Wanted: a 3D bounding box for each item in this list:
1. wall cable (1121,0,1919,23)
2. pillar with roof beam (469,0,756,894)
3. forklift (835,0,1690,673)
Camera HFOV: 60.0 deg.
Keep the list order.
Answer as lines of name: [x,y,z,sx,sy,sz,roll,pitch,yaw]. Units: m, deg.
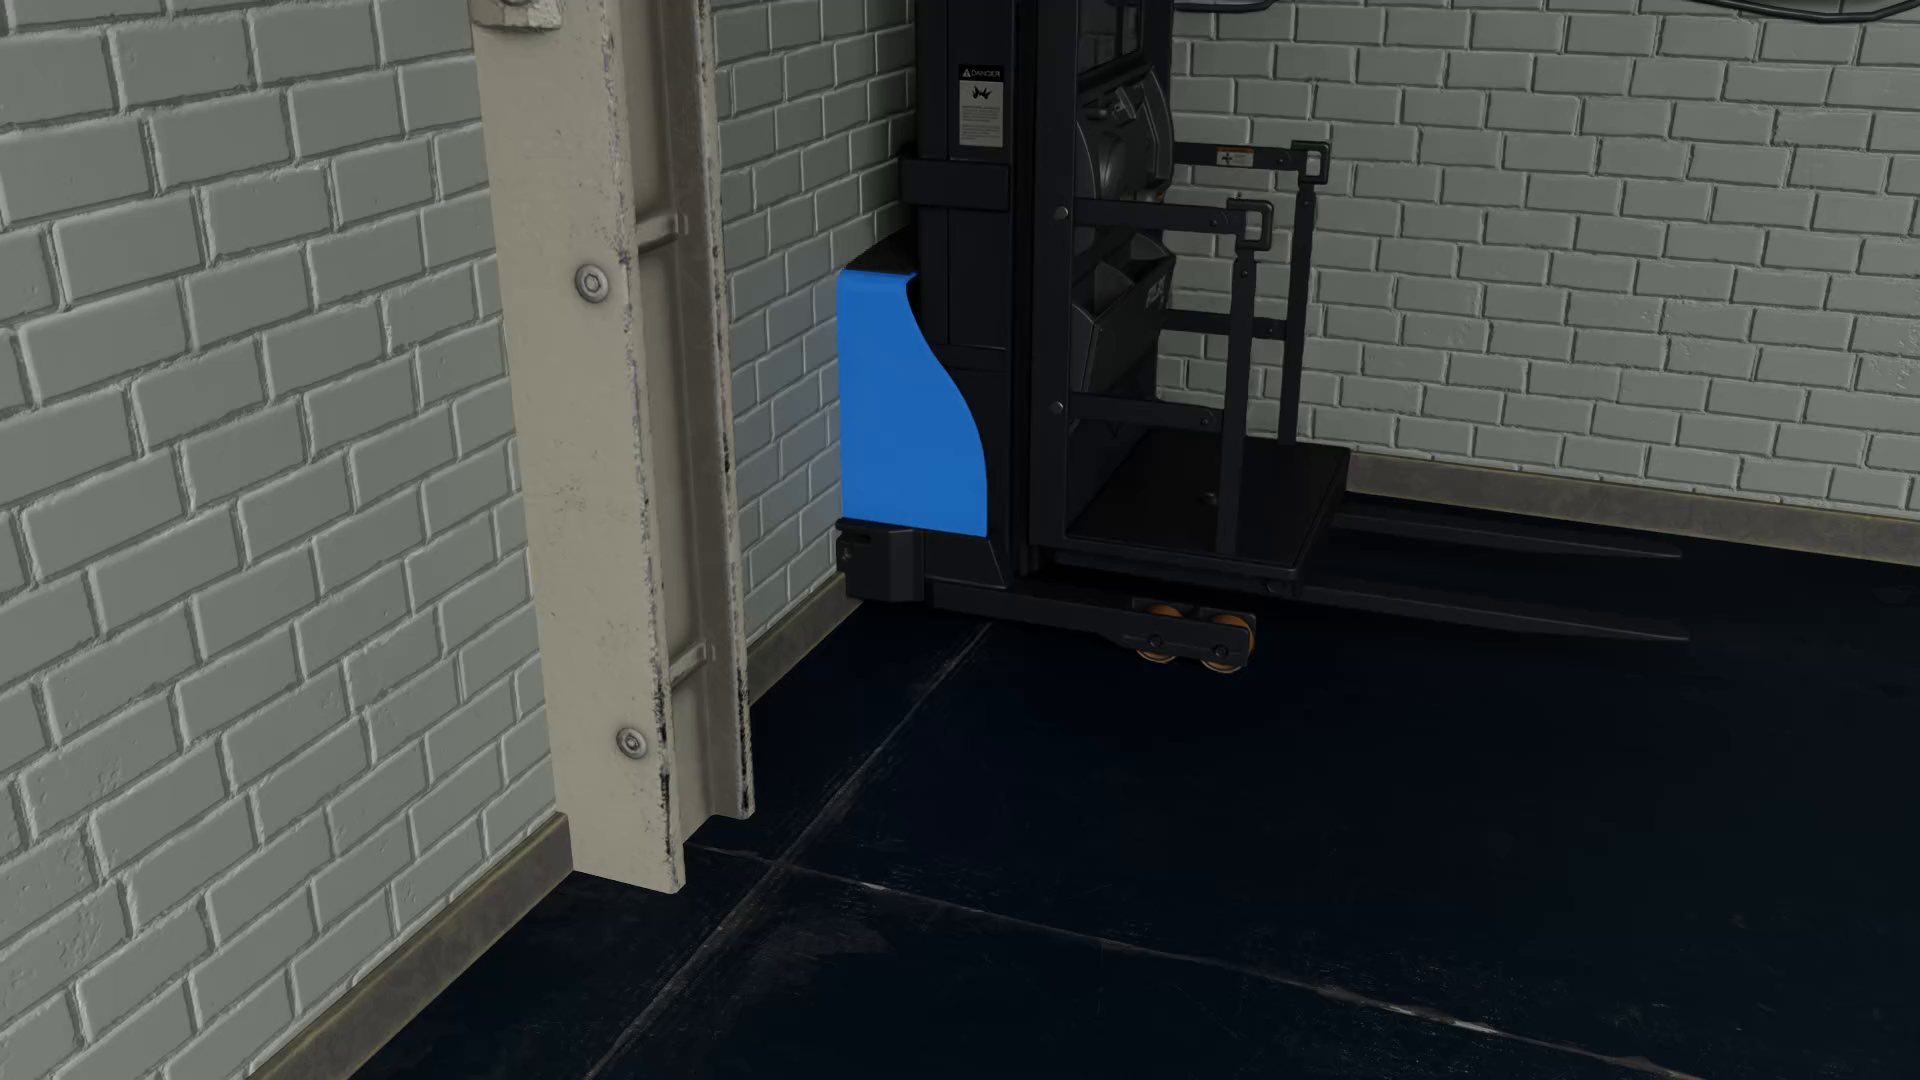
wall cable: [1.599,-2.866,4.964,3.097,2.526,0.112,9,24,20]
pillar with roof beam: [3.274,-2.817,0.819,9.100,9.000,0.400,9,24,20]
forklift: [0.677,-1.198,4.814,3.031,2.935,1.130,8,24,18]
